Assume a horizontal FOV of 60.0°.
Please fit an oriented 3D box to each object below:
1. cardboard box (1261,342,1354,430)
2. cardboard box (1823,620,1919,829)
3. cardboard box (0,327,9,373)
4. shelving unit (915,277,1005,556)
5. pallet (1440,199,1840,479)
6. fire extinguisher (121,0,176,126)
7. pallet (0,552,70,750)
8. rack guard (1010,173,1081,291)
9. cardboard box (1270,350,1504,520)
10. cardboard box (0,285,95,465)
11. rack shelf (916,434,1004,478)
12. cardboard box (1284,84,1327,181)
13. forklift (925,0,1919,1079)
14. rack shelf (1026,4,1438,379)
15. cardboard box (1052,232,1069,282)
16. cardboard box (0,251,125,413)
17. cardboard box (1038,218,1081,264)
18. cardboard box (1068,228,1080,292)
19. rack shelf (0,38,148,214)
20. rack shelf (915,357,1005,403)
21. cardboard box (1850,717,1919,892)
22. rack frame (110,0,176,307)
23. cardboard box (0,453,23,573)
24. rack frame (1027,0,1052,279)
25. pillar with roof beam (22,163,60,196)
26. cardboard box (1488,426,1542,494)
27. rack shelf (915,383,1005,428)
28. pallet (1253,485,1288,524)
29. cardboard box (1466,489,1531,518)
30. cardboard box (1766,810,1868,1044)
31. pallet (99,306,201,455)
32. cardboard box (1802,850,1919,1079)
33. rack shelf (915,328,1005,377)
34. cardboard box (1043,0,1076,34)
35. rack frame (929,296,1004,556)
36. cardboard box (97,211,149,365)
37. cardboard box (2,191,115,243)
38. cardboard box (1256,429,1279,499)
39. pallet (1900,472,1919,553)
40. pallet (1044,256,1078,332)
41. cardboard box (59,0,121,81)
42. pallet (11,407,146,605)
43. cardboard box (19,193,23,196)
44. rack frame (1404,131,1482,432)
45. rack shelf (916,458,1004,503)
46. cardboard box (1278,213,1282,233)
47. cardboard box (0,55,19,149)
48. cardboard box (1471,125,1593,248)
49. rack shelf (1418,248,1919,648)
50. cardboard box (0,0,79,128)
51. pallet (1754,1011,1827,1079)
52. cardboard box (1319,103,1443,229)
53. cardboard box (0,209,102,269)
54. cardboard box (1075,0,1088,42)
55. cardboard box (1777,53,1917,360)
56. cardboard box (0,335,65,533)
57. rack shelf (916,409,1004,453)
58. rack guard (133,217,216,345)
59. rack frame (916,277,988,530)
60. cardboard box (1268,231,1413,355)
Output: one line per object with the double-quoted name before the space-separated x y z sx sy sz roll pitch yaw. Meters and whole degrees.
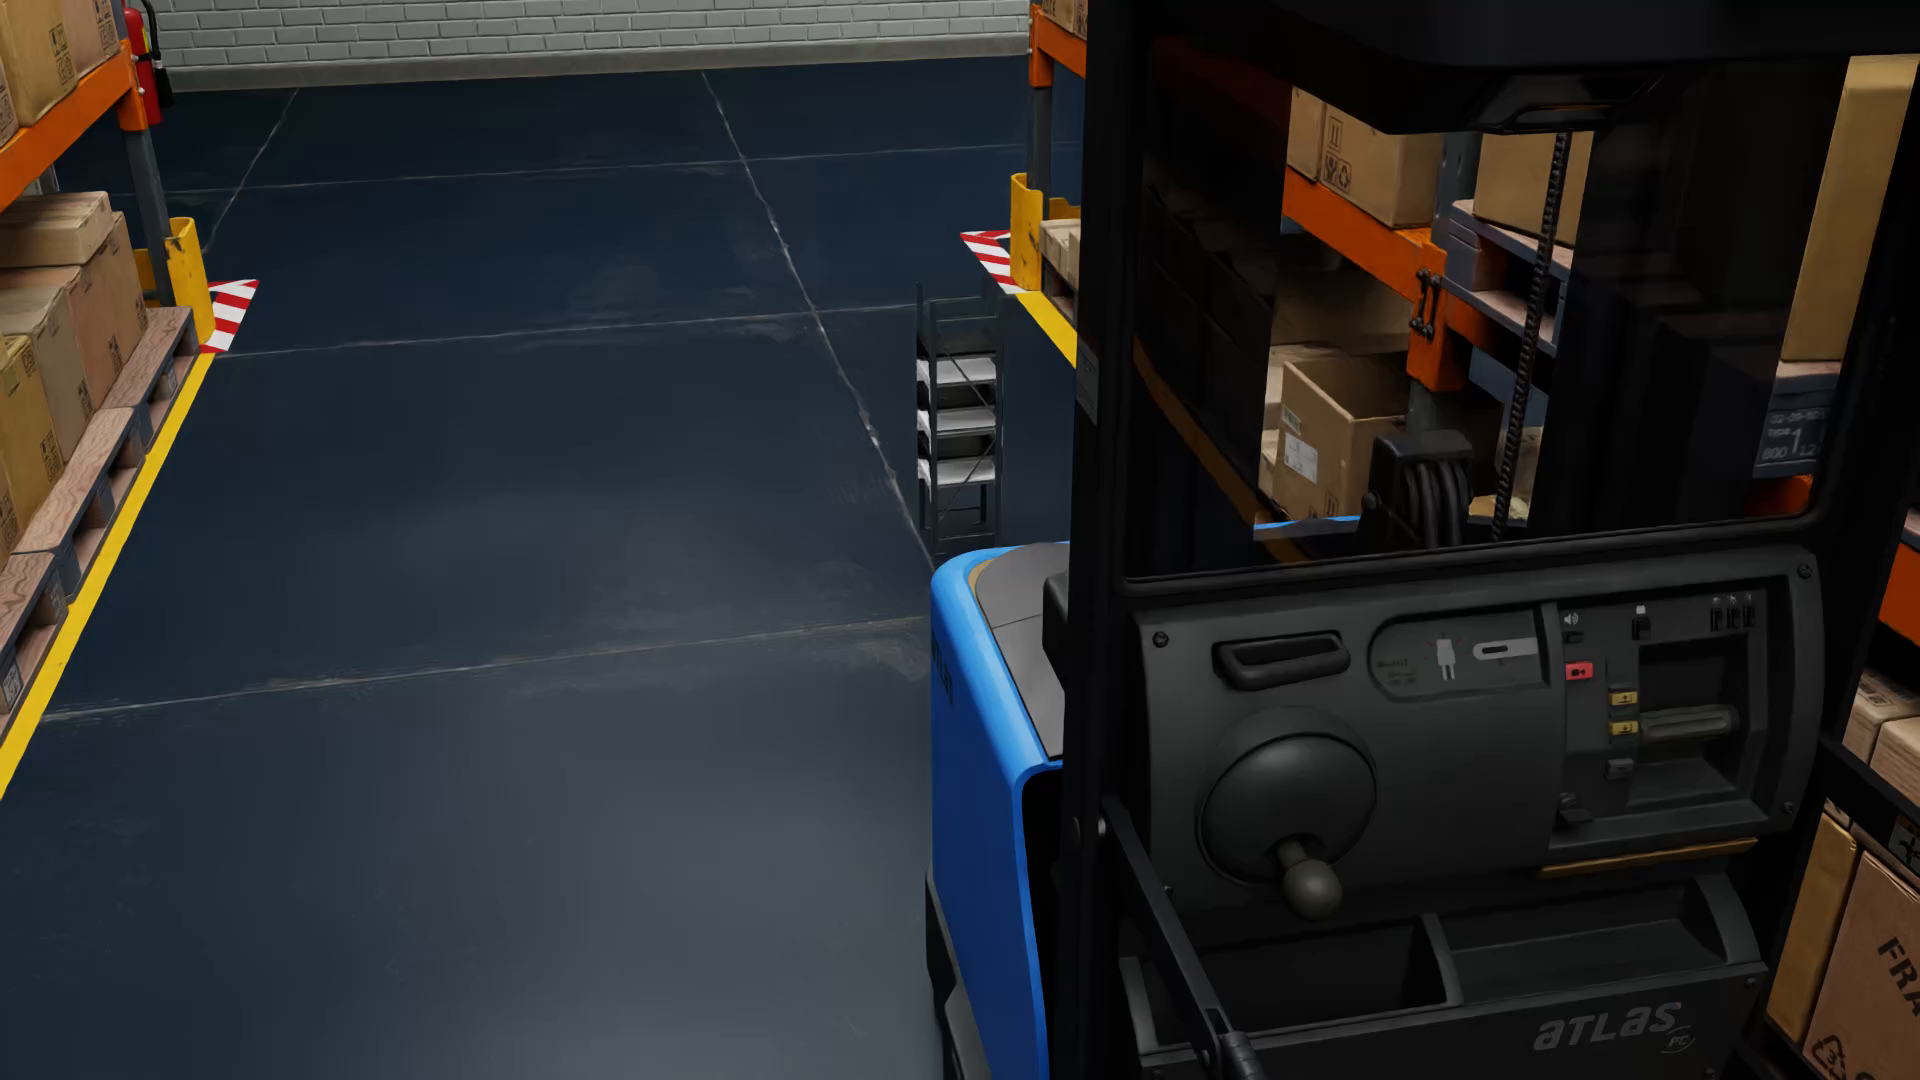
"cardboard box" 1.157 -0.513 5.934 0.500 0.311 0.500 -6 27 -12
"cardboard box" 1.828 0.294 3.292 0.500 0.250 0.500 -6 27 -11
"cardboard box" -3.180 -0.560 5.118 0.380 0.149 0.250 -7 28 -13
"shelving unit" -0.002 -0.405 5.554 0.258 0.900 0.210 -6 27 -12
"pallet" 1.805 -0.519 3.662 1.003 0.211 1.213 -6 27 -12
"fire extinguisher" -3.580 -2.130 7.141 0.296 0.674 0.183 -6 27 -12
"pallet" -3.189 0.441 4.642 1.003 0.211 1.213 -6 27 -12
"rack guard" 0.847 -1.573 8.312 1.175 0.500 0.348 -6 27 -12
"cardboard box" 1.327 -0.268 5.239 0.500 0.500 0.500 -6 27 -12
"cardboard box" -3.514 -0.552 5.823 0.700 0.500 0.500 -7 28 -13
"rack shelf" -0.002 -0.295 5.610 0.258 0.077 0.200 -6 27 -12
"cardboard box" 1.251 -1.431 5.145 0.500 0.500 0.500 -5 27 -10
"forklift" 0.725 0.280 1.943 1.130 2.935 3.031 -5 27 -10
"rack shelf" 1.281 -1.523 6.238 1.077 0.370 4.000 -6 27 -12
"cardboard box" 0.646 -1.326 7.704 0.380 0.166 0.250 -6 27 -12
"cardboard box" -3.628 -0.773 6.260 0.700 0.500 0.500 -6 27 -12
"cardboard box" 0.589 -1.428 7.925 0.380 0.149 0.250 -6 27 -12
"cardboard box" 0.789 -1.205 7.371 0.500 0.250 0.500 -6 27 -12
"rack shelf" -3.545 -1.019 5.238 1.077 0.370 4.000 -6 27 -12
"rack shelf" -0.002 -0.536 5.488 0.258 0.077 0.200 -6 27 -12
"cardboard box" 1.942 0.514 2.856 0.500 0.250 0.500 -6 27 -13
"rack frame" -3.996 -2.218 6.815 1.000 3.000 0.127 -6 27 -12
"cardboard box" -3.273 -0.093 4.914 0.700 0.500 0.500 -6 27 -12
"rack frame" 0.830 -2.723 7.815 1.000 3.000 0.127 -6 27 -12
"pillar with roof beam" -1.253 -6.431 8.504 9.100 9.000 0.400 -6 27 -12
"cardboard box" 1.847 -0.169 5.252 0.500 0.311 0.500 -6 27 -12
"rack shelf" -0.002 -0.456 5.529 0.258 0.077 0.200 -6 27 -12
"pallet" 1.577 -0.023 5.562 1.003 0.211 1.213 -6 27 -12
"cardboard box" 1.603 0.190 4.331 0.500 0.500 0.500 -7 28 -14
"cardboard box" 1.839 0.643 3.433 0.500 0.500 0.500 -6 27 -11
"pallet" -3.739 -0.630 6.764 1.003 0.211 1.213 -6 27 -12
"cardboard box" 1.953 0.865 2.993 0.500 0.500 0.500 -7 28 -14
"rack shelf" -0.002 -0.617 5.448 0.258 0.077 0.200 -6 27 -12
"cardboard box" 0.673 -2.546 7.354 0.500 0.500 0.500 -5 27 -11
"rack frame" 0.021 -0.361 5.466 0.240 0.900 0.006 -6 27 -12
"cardboard box" -3.740 -0.992 6.695 0.700 0.500 0.500 -6 27 -12
"cardboard box" -3.534 -1.244 6.474 0.380 0.149 0.250 -6 27 -12
"cardboard box" 1.184 -0.270 5.632 0.380 0.149 0.250 -6 27 -12
"pallet" 2.190 0.022 2.591 1.003 0.211 1.213 -6 27 -12
"pallet" 1.028 -1.094 7.684 1.003 0.211 1.213 -6 27 -12
"cardboard box" -3.871 -2.129 6.306 0.980 0.700 0.700 -5 27 -9
"pallet" -3.468 -0.095 5.705 1.003 0.211 1.213 -6 27 -12
"cardboard box" -3.963 -1.317 6.618 0.380 0.149 0.250 -6 27 -11
"rack frame" 1.731 -0.967 4.336 1.000 3.000 0.127 -6 27 -12
"rack shelf" -0.002 -0.215 5.650 0.258 0.077 0.200 -6 27 -12
"cardboard box" 1.192 -1.589 7.856 0.500 0.500 0.500 -6 27 -12
"cardboard box" -3.533 -1.475 5.011 0.980 0.700 0.700 -7 28 -14
"cardboard box" 1.620 -0.968 3.762 0.700 0.500 0.500 -16 31 -29
"rack shelf" 2.182 0.233 2.759 1.077 0.370 4.000 -6 27 -12
"cardboard box" -3.696 -1.811 5.676 0.980 0.700 0.700 -6 27 -12
"pallet" 2.230 1.168 3.201 1.003 0.211 1.213 -6 27 -12
"cardboard box" 1.369 -1.205 4.697 0.500 0.500 0.500 -6 27 -11
"cardboard box" -3.476 -1.132 6.252 0.380 0.149 0.250 -5 27 -10
"cardboard box" 0.794 -2.320 6.906 0.500 0.500 0.500 -6 27 -12
"cardboard box" 1.837 -0.673 3.177 0.700 0.500 0.500 -2 27 -3
"cardboard box" -3.386 -0.319 5.360 0.700 0.500 0.500 -5 27 -10
"rack shelf" -0.002 -0.376 5.569 0.258 0.077 0.200 -6 27 -12
"rack guard" -4.001 -1.113 7.400 1.175 0.500 0.348 -6 27 -12
"rack frame" -0.025 -0.450 5.643 0.240 0.900 0.006 -6 27 -12
"cardboard box" 1.303 -0.873 6.433 0.797 0.503 0.637 -6 27 -12
